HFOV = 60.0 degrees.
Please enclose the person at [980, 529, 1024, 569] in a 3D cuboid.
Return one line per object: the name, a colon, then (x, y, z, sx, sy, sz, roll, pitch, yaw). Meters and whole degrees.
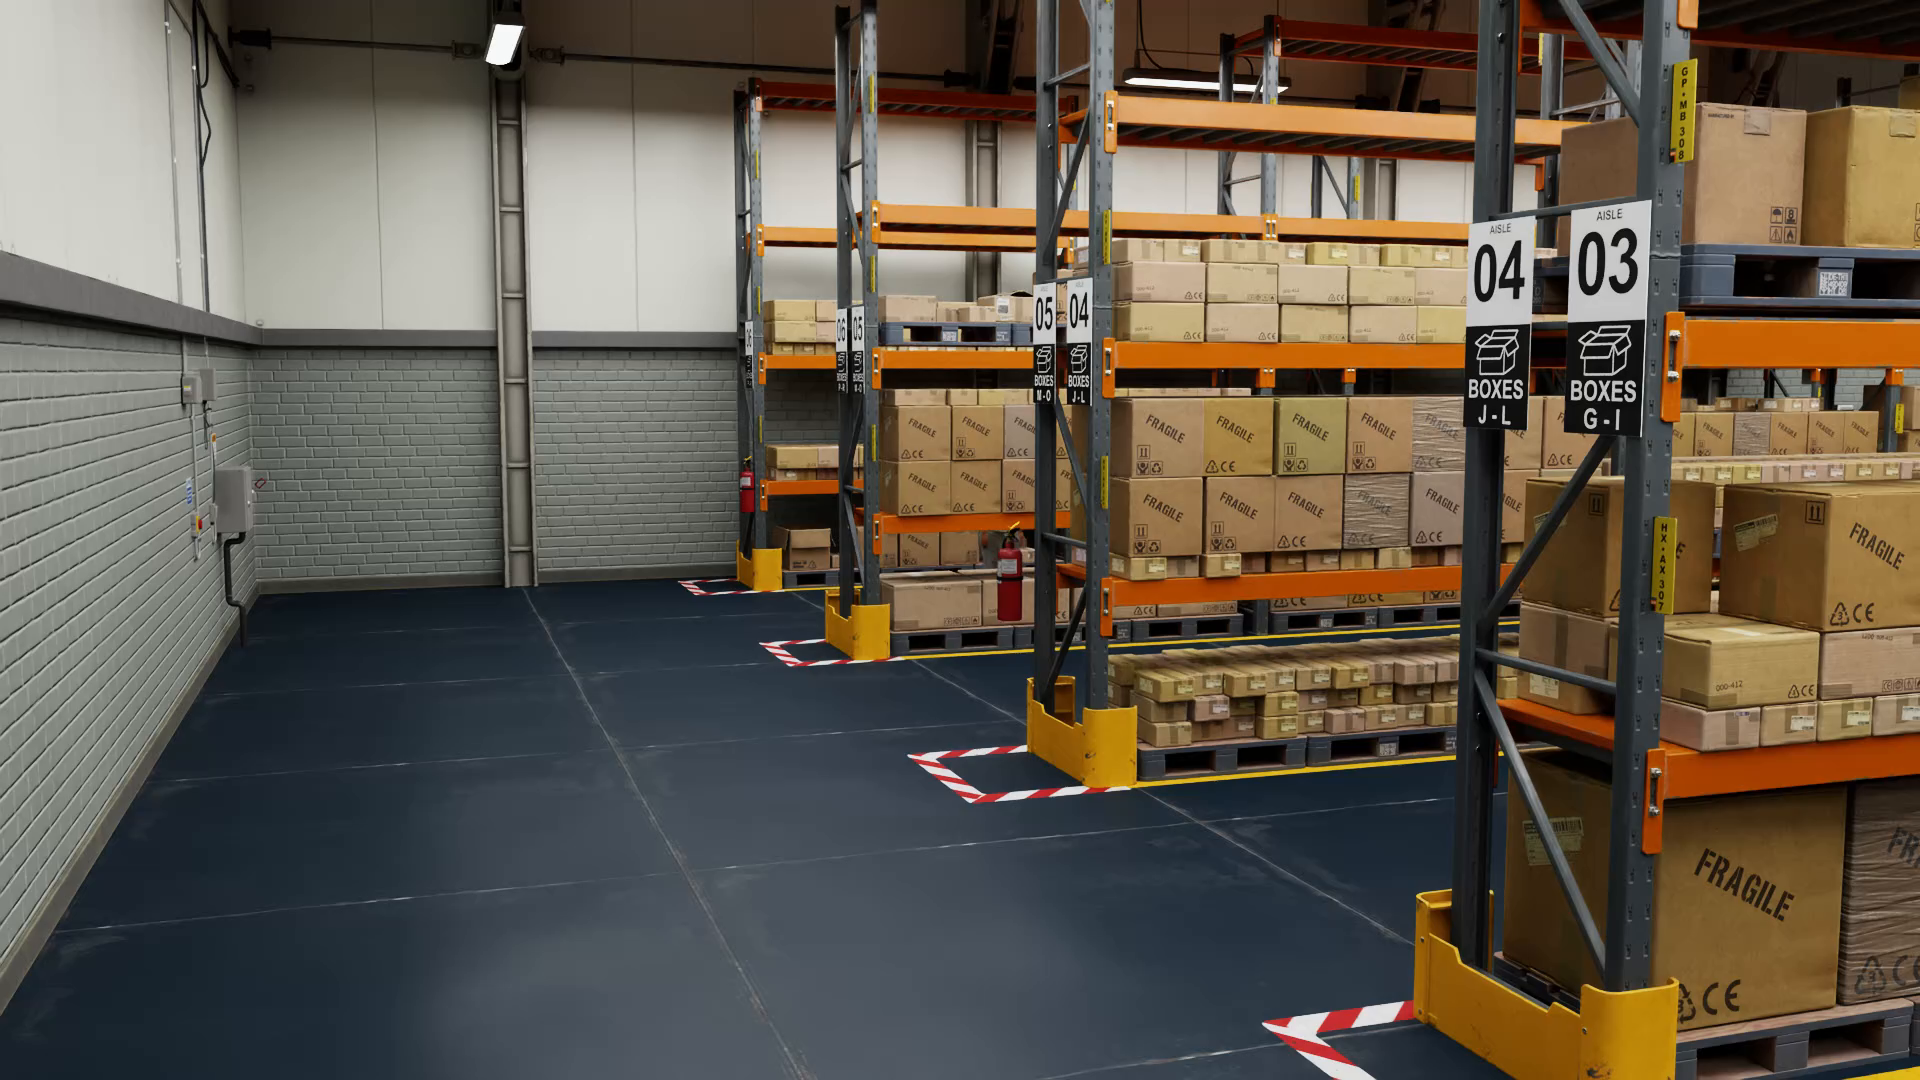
person: (0.457, -0.069, 18.202, 0.538, 1.676, 0.386, -3, 7, -29)
